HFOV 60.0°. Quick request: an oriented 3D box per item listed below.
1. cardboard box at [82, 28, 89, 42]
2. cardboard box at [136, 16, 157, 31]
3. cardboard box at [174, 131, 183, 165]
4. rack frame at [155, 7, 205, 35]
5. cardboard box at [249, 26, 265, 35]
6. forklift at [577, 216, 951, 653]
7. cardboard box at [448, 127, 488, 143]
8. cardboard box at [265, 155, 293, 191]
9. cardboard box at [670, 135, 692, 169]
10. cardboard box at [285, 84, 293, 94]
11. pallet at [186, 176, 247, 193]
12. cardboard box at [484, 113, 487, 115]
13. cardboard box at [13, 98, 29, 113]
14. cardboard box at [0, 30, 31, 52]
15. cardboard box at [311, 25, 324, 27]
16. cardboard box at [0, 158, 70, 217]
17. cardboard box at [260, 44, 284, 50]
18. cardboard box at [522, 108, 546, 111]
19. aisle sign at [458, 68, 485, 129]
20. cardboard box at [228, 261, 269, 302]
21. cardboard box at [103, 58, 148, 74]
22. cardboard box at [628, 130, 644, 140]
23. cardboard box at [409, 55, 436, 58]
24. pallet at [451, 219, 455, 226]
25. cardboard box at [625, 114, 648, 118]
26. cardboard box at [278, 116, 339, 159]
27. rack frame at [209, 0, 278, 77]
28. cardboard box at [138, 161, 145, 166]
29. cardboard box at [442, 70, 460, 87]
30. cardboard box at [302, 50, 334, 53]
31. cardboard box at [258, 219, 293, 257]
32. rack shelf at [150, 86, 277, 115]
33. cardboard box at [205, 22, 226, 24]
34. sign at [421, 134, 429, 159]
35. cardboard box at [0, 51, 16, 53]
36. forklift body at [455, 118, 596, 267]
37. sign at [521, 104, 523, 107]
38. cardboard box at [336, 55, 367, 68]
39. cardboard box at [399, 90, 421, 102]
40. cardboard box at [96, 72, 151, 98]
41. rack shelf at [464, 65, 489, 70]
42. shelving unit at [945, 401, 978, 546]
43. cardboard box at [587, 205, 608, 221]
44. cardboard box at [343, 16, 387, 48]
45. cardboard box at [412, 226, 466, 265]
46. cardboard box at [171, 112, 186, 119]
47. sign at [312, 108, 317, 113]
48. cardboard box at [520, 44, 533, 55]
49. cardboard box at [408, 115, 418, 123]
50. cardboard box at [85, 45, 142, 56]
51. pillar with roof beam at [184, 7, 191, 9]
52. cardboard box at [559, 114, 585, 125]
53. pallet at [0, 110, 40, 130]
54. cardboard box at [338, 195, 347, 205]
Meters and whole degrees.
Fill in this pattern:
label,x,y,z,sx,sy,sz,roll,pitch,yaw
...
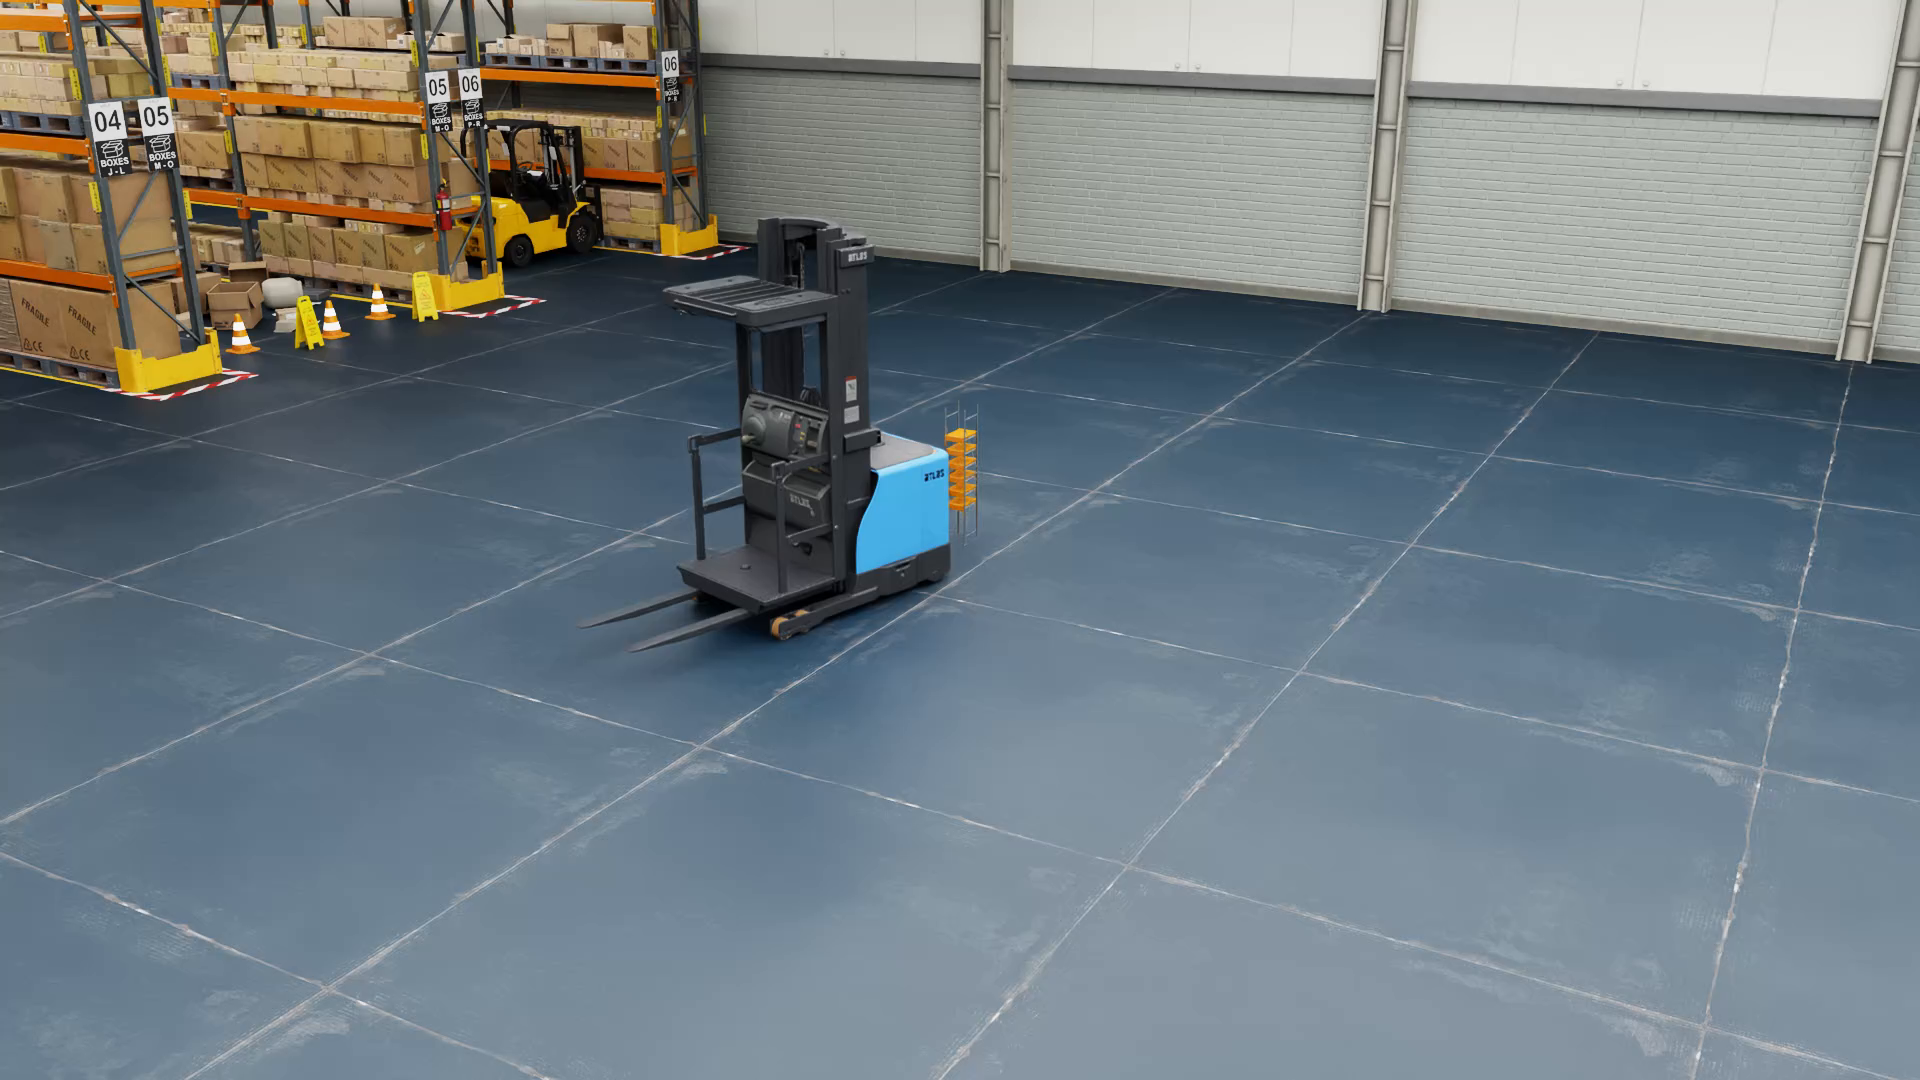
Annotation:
label,x,y,z,sx,sy,sz,roll,pitch,yaw
cardboard box,-17.335,-10.070,33.113,0.500,0.250,0.500,10,22,26
cardboard box,-15.550,-9.975,32.116,0.500,0.250,0.500,11,23,27
cardboard box,-11.821,-6.002,25.313,0.500,0.500,0.500,12,23,29
rack frame,-14.992,-11.068,31.681,0.127,3.000,1.000,11,23,27
cardboard box,-12.856,-9.393,30.662,0.250,0.149,0.380,10,22,26
forklift,-1.469,-0.836,12.371,1.130,2.935,3.031,19,27,41
cardboard box,-8.561,-7.088,28.992,0.500,0.250,0.500,10,22,26
cardboard box,-9.727,-5.393,24.252,0.500,0.500,0.500,11,23,27
cardboard box,-4.813,-6.464,27.641,0.500,0.500,0.500,12,23,29
cardboard box,-9.374,-6.437,23.681,0.250,0.149,0.380,10,22,26
pallet,-11.021,-5.520,25.464,1.213,0.211,1.003,11,23,27
cardboard box,-8.418,-7.452,29.412,0.250,0.149,0.380,10,22,26
cardboard box,-10.379,-4.901,18.685,0.250,0.149,0.380,11,23,28
cardboard box,-14.874,-7.867,26.493,0.500,0.500,0.700,10,22,25
cardboard box,-11.894,-9.444,30.802,0.250,0.149,0.380,11,23,28
cardboard box,-11.038,-4.182,19.692,0.500,0.550,0.875,11,23,27
cardboard box,-12.505,-9.019,30.650,0.500,0.250,0.500,11,23,27
cardboard box,-7.383,-7.392,28.811,0.250,0.149,0.380,10,22,26
aisle sign,-6.728,-6.078,22.910,0.004,0.787,0.394,11,23,27
cardboard box,-10.153,-3.682,23.779,0.500,0.500,0.500,-7,21,-20
cardboard box,-9.395,-5.345,18.740,0.250,0.149,0.380,11,23,28
cardboard box,-5.193,-6.612,27.097,0.250,0.149,0.380,11,23,28
cardboard box,-7.372,-6.598,22.956,0.250,0.149,0.380,11,23,27
pallet,-8.670,-5.718,29.818,1.213,0.211,1.003,11,23,27
cardboard box,-5.363,-7.002,27.737,0.250,0.149,0.380,11,23,28
cardboard box,-9.286,-5.775,23.839,0.500,0.500,0.700,10,22,26
rack frame,-10.425,-8.260,23.938,0.127,3.000,1.000,11,23,27
cardboard box,-12.533,-5.854,25.857,0.250,0.149,0.380,12,23,29
cardboard box,-7.242,-6.416,23.040,0.500,0.250,0.500,10,22,26
cardboard box,-9.304,-7.024,24.130,0.250,0.149,0.380,12,23,29
cardboard box,-10.042,-4.518,24.739,0.500,0.500,0.500,12,23,30
rack shelf,-12.171,-6.844,25.489,4.000,0.370,1.077,11,23,27
cardboard box,-14.215,-9.834,31.848,0.250,0.149,0.380,10,22,26
sign,-7.221,-5.305,22.430,0.005,0.325,0.100,11,23,27
cardboard box,-11.391,-5.726,19.789,0.250,0.149,0.380,11,23,27
forklift body,-7.061,-5.626,26.720,1.214,2.155,2.313,11,23,27
sign,-7.738,-7.527,29.332,0.005,0.325,0.100,11,23,27
cardboard box,-8.432,-6.652,23.105,0.250,0.149,0.380,10,22,26
cardboard box,-7.381,-6.042,22.593,0.250,0.149,0.380,11,23,28
cardboard box,-9.555,-5.164,18.825,0.500,0.250,0.500,11,23,27
rack shelf,-9.754,-8.322,29.565,4.000,0.370,1.077,11,23,27
shelving unit,0.013,-0.562,14.154,0.189,1.200,0.258,11,23,27
cardboard box,-5.987,-5.546,27.940,0.500,0.250,0.500,10,22,26
cardboard box,-10.497,-9.037,29.572,0.500,0.500,0.700,10,22,26
cardboard box,-7.523,-4.252,24.004,0.500,0.500,0.500,10,22,26
cardboard box,-12.351,-6.606,26.027,0.250,0.149,0.380,10,22,25
sign,-11.756,-7.927,30.237,0.005,0.325,0.100,11,23,27
cardboard box,-7.093,-8.161,27.672,0.250,0.149,0.380,12,23,29
cardboard box,-9.544,-7.464,29.445,0.250,0.149,0.380,11,23,28
cardboard box,-13.095,-7.401,25.824,0.500,0.500,0.700,11,23,27
pillar with roof beam,-17.260,-10.171,29.207,0.400,9.000,9.100,11,23,27
cardboard box,-6.484,-7.041,27.843,0.250,0.149,0.380,11,23,28
pallet,-10.981,-4.975,19.412,1.213,0.211,1.003,11,23,27
cardboard box,-8.689,-4.915,23.883,0.250,0.149,0.380,11,23,27
